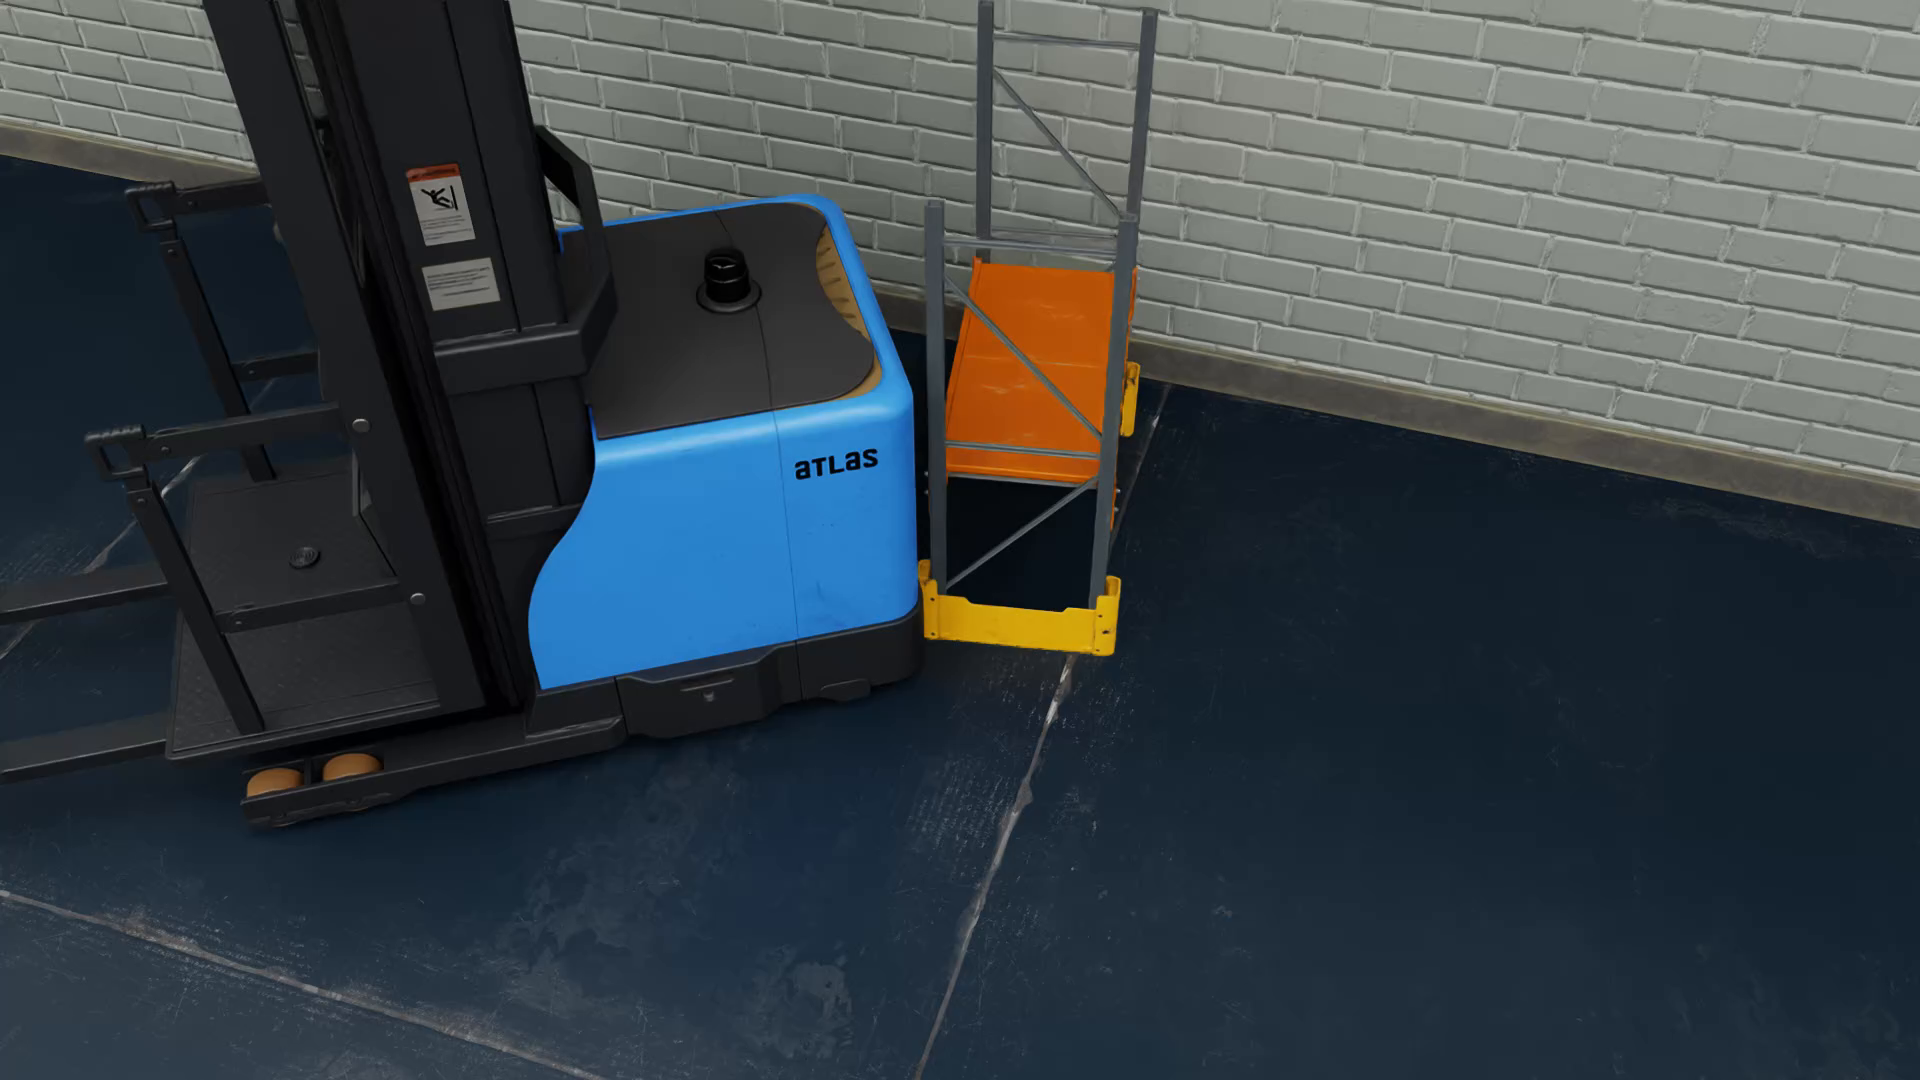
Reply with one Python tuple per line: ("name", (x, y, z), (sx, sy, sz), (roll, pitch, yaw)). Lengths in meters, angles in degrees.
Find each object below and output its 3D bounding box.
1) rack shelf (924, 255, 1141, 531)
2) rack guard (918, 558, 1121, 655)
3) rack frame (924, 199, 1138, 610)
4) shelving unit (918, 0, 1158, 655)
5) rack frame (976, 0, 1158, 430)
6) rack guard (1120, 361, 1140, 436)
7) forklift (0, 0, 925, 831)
("rack shelf", (0.232, -0.460, 4.905), (0.538, 0.185, 1.000), (5, 45, 5))
("rack guard", (0.168, 0.197, 4.870), (0.587, 0.250, 0.087), (5, 45, 5))
("rack frame", (0.165, -0.236, 4.419), (0.500, 1.500, 0.032), (5, 45, 5))
("shelving unit", (0.233, -0.595, 4.786), (0.587, 1.500, 1.083), (5, 45, 5))
("rack frame", (0.299, -0.941, 5.139), (0.500, 1.500, 0.032), (5, 45, 5))
("rack guard", (0.299, -0.494, 5.576), (0.587, 0.250, 0.087), (5, 45, 5))
("forklift", (-1.678, -0.691, 3.860), (3.031, 2.935, 1.130), (-11, 45, -11))
